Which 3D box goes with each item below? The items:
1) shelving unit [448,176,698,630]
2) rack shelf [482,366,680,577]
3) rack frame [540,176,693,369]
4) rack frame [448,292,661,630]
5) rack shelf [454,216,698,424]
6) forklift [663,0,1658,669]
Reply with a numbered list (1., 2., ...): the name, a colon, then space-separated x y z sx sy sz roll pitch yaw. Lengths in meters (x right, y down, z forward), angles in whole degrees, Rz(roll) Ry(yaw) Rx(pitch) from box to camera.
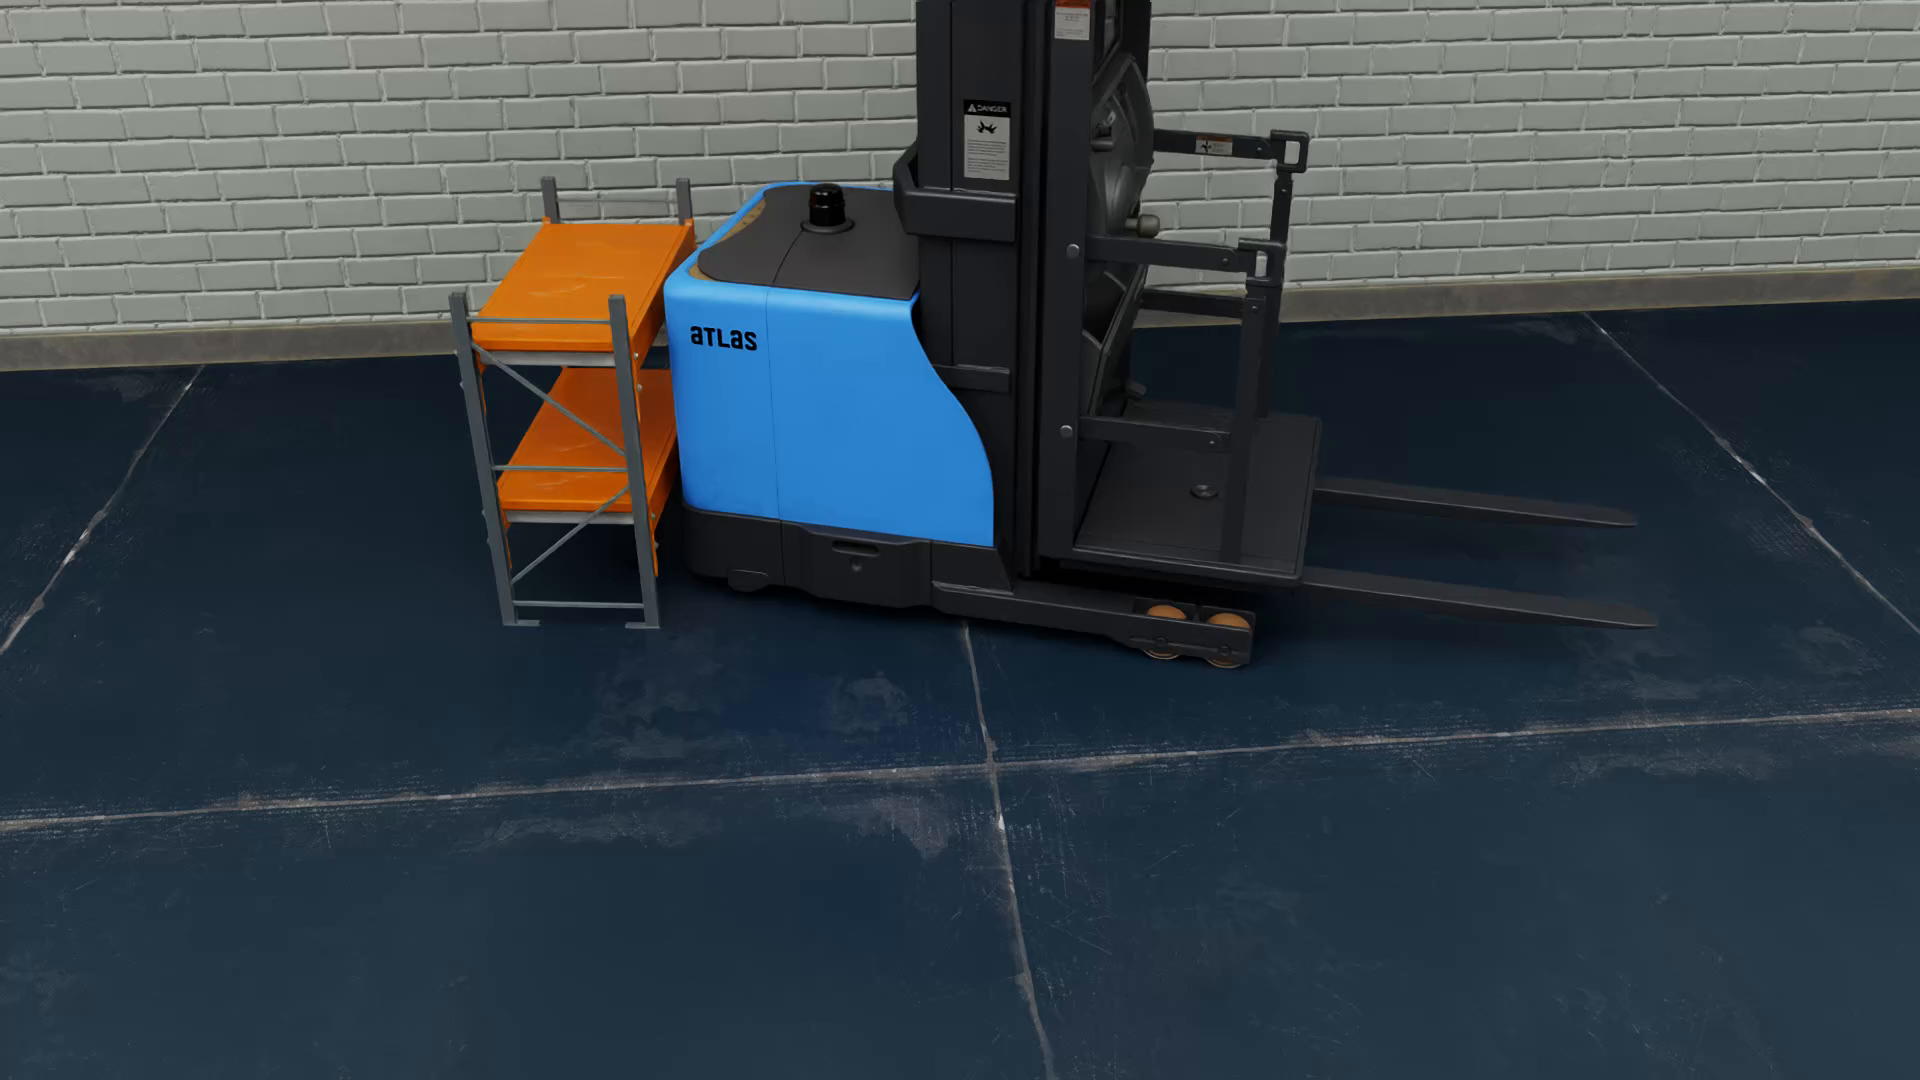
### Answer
1. shelving unit: -1.181 -0.472 5.443 0.538 1.125 1.048 1 31 2
2. rack shelf: -1.181 -0.262 5.569 0.538 0.278 1.000 1 31 2
3. rack frame: -1.160 -0.733 5.879 0.500 1.125 0.032 1 31 2
4. rack frame: -1.202 -0.212 5.007 0.500 1.125 0.032 1 31 2
5. rack shelf: -1.181 -0.724 5.293 0.538 0.278 1.000 1 31 2
6. forklift: 0.665 -1.166 4.845 3.031 2.935 1.130 7 32 12
